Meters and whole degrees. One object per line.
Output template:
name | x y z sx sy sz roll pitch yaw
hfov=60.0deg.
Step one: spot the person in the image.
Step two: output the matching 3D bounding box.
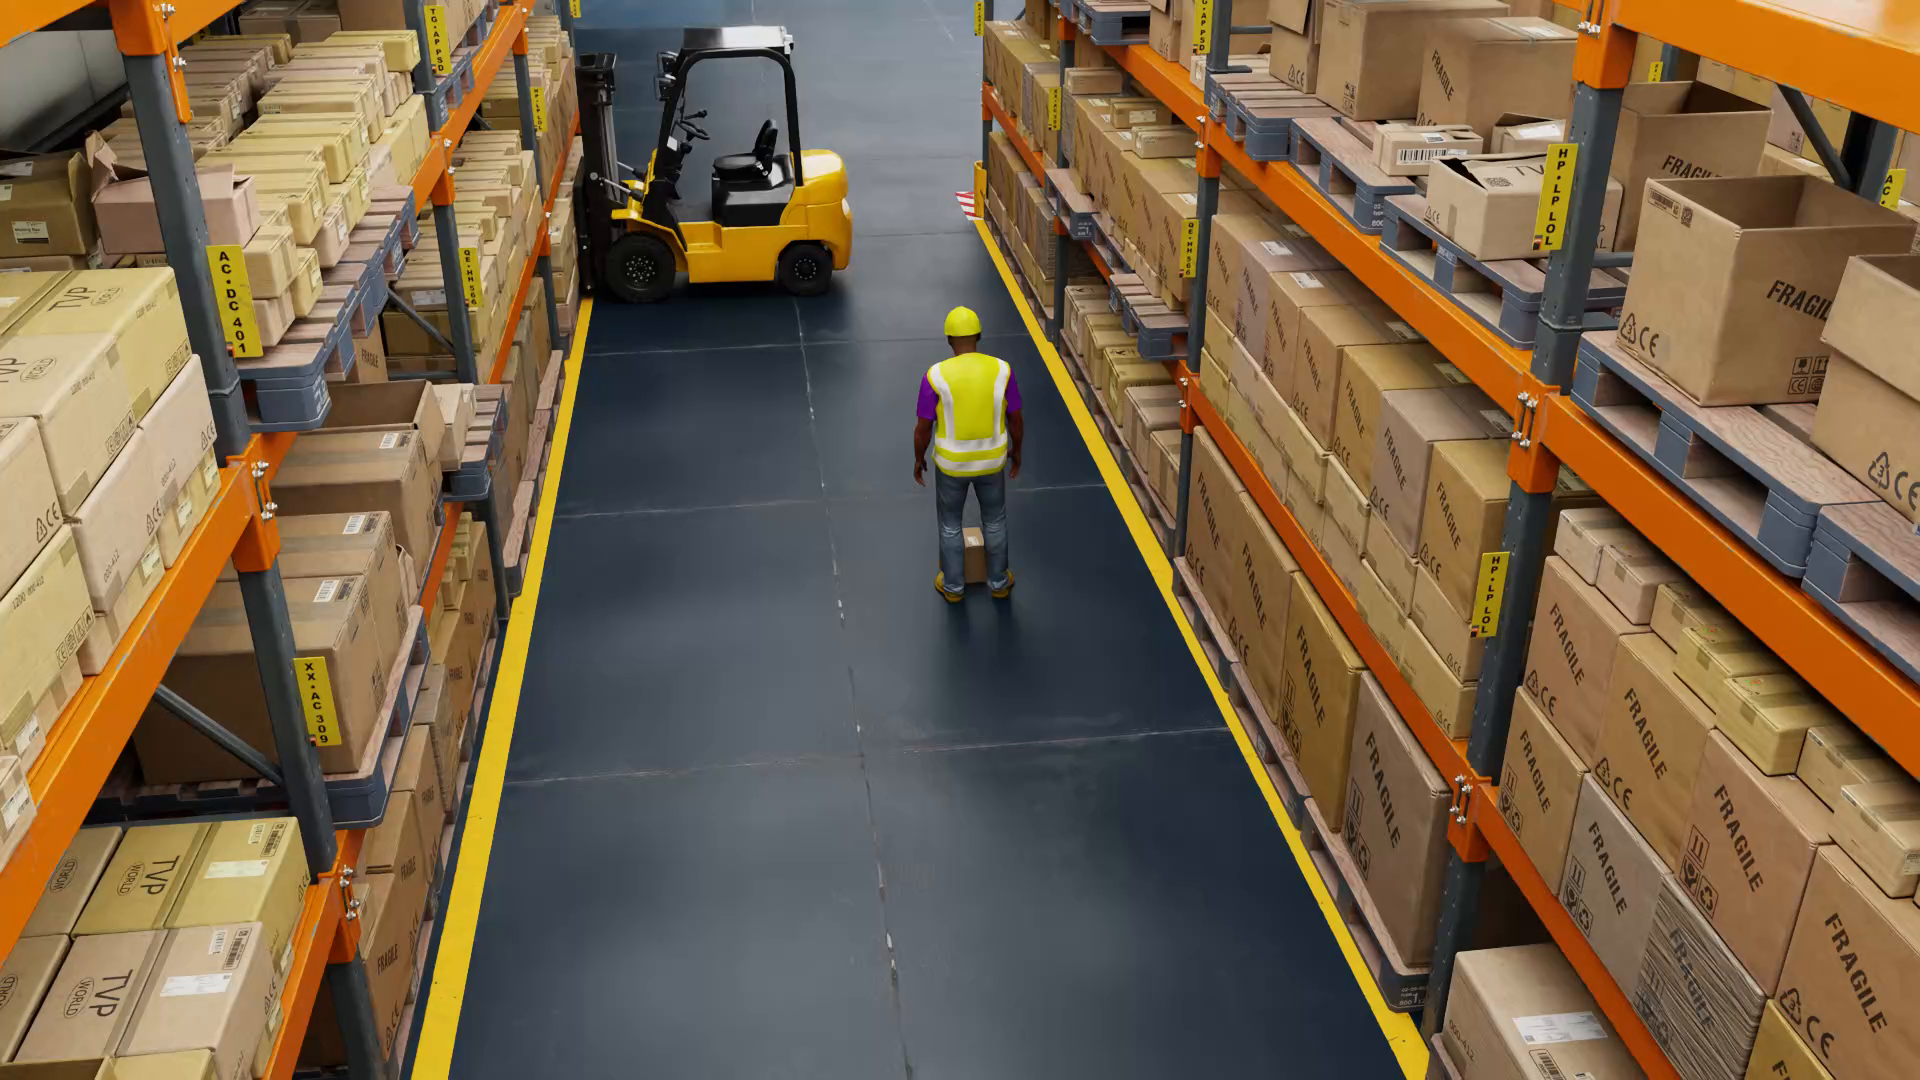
person | 0.049 -0.475 9.530 0.638 1.761 0.457 -5 27 -9
